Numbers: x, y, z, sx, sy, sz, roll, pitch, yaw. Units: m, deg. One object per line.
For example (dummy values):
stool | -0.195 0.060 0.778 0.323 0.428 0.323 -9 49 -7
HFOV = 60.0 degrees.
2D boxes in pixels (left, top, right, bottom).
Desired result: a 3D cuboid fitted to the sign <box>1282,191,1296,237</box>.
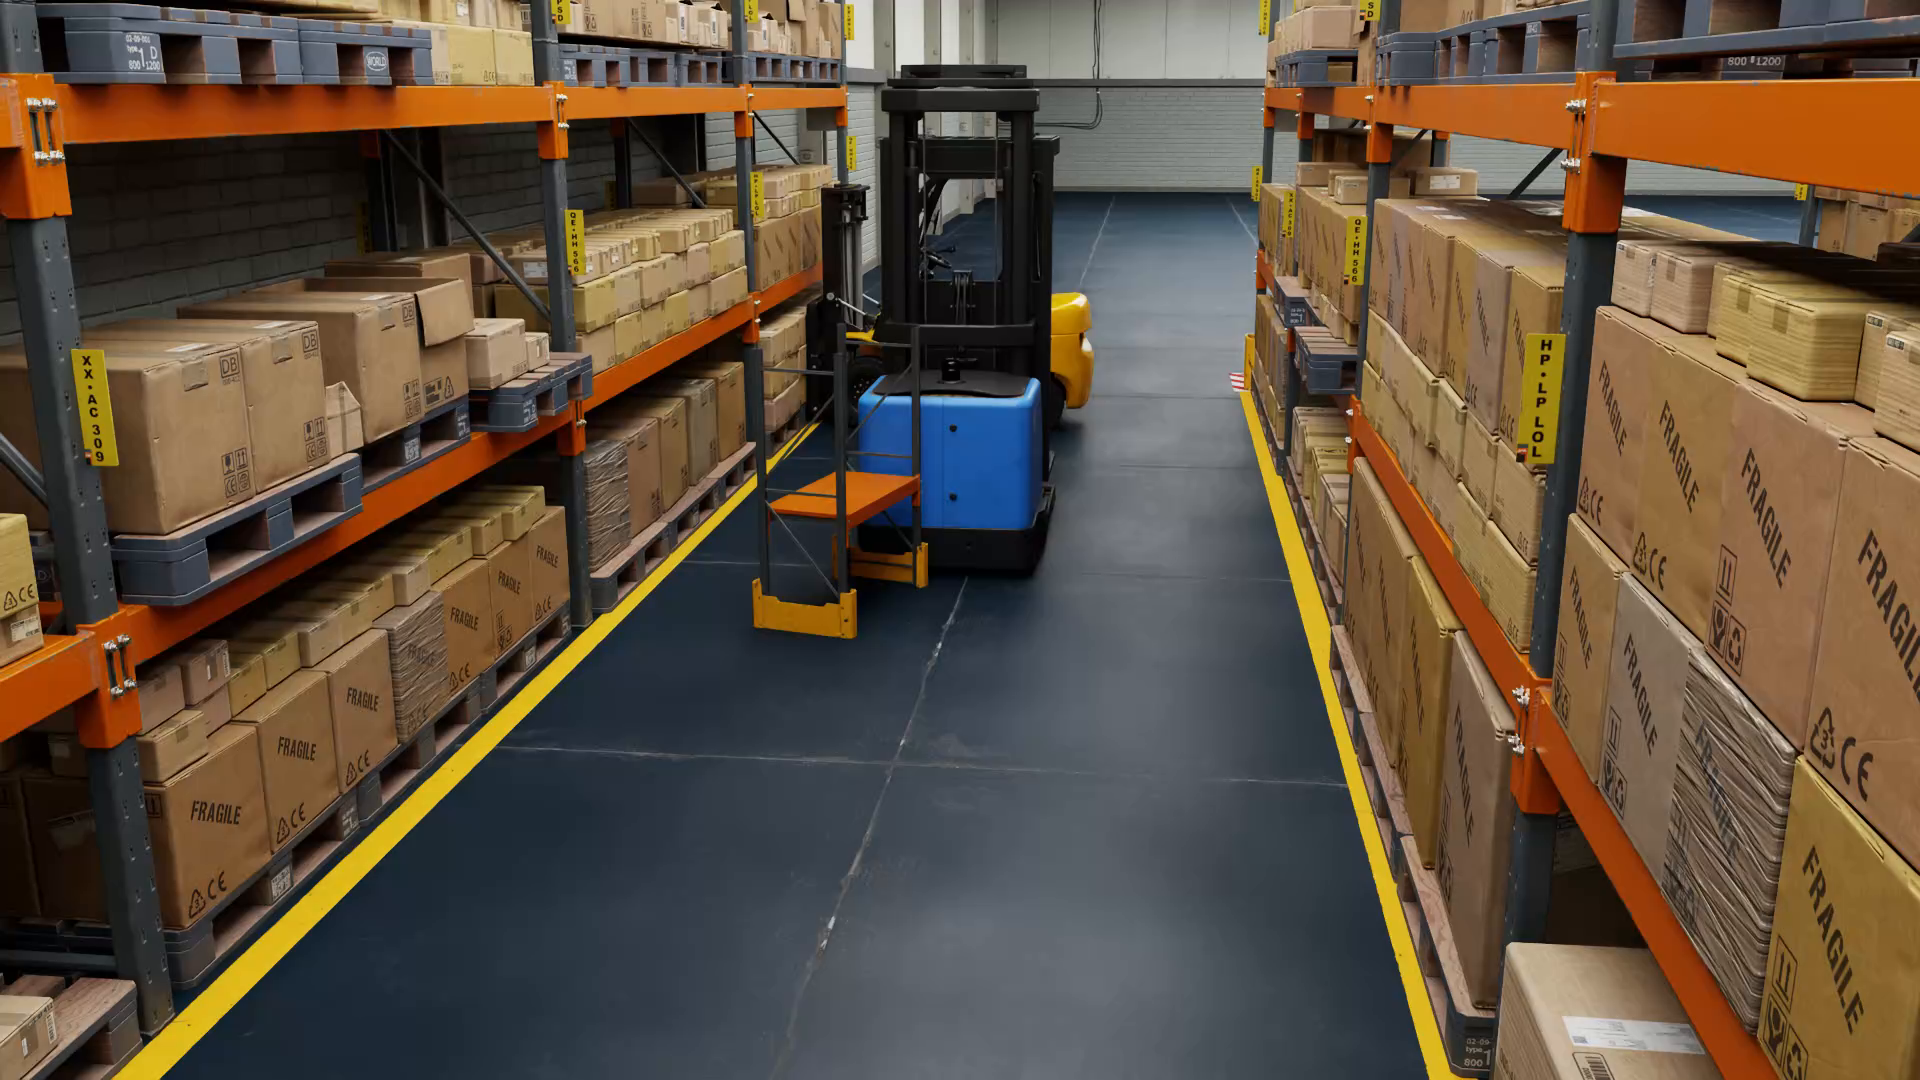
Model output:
sign | 2.354 -2.323 11.849 0.100 0.325 0.005 2 15 6

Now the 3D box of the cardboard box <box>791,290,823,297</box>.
cardboard box | -1.381 -2.171 15.492 0.500 0.250 0.500 2 15 7

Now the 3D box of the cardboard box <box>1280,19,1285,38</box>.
cardboard box | 2.854 -4.230 13.766 0.380 0.149 0.250 2 15 8

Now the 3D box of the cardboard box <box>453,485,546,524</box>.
cardboard box | -2.294 -0.173 8.296 0.380 0.149 0.250 1 15 4

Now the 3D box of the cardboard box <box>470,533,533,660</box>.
cardboard box | -2.391 0.250 7.974 0.500 0.500 0.500 1 15 5

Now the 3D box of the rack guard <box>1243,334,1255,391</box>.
rack guard | 3.337 -1.702 16.000 1.175 0.500 0.348 2 15 6

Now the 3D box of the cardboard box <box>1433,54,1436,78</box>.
cardboard box | 2.269 -2.269 8.040 0.380 0.149 0.250 2 15 6

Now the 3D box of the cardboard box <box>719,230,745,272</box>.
cardboard box | -1.840 -2.071 11.903 0.500 0.250 0.500 1 15 5

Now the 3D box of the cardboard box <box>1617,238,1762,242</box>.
cardboard box | 2.415 -0.716 5.456 0.500 0.500 0.500 1 15 5

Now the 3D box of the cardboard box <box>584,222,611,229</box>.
cardboard box | -2.488 -1.984 10.819 0.380 0.149 0.250 2 15 6

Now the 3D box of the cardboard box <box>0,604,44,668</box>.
cardboard box | -2.726 0.250 4.473 0.380 0.149 0.250 2 15 7

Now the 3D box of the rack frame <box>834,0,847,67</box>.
rack frame | -1.587 -5.970 15.501 1.000 3.000 0.127 2 15 6

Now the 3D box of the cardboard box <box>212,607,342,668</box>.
cardboard box | -2.582 0.368 6.297 0.380 0.149 0.250 2 15 6

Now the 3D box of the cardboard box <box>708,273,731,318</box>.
cardboard box | -1.887 -1.695 11.472 0.500 0.250 0.500 2 15 6

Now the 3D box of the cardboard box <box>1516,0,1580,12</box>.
cardboard box | 1.882 -1.659 4.670 0.500 0.311 0.500 2 15 6

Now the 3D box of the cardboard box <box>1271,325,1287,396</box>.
cardboard box | 2.750 -1.422 13.201 0.500 0.500 0.500 2 15 7

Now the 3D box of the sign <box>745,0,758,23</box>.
sign | -1.498 -3.873 11.897 0.100 0.325 0.005 2 15 6

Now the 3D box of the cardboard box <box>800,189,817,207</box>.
cardboard box | -1.468 -3.004 14.590 0.380 0.149 0.250 2 15 7

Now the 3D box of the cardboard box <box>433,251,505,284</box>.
cardboard box | -2.654 -1.451 8.847 0.380 0.149 0.250 2 15 8

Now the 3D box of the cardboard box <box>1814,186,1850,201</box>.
cardboard box | 8.195 -3.308 14.792 0.875 0.550 0.550 2 15 6

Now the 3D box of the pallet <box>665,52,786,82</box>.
pallet | -1.968 -3.664 12.888 1.003 0.211 1.213 2 15 6

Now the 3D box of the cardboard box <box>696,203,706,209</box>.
cardboard box | -2.226 -2.623 13.183 0.380 0.149 0.250 2 15 8

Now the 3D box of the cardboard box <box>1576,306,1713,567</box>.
cardboard box | 1.697 -0.231 3.663 0.500 0.500 0.500 2 15 7

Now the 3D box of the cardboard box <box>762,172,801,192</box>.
cardboard box | -1.585 -3.082 14.309 0.380 0.149 0.250 2 15 7

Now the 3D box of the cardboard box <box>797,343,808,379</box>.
cardboard box | -1.554 -1.530 14.081 0.500 0.250 0.500 2 15 6

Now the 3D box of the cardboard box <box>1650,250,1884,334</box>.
cardboard box | 1.685 -0.519 3.487 0.380 0.149 0.250 2 15 7

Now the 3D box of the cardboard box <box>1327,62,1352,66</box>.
cardboard box | 2.676 -3.533 11.954 0.500 0.250 0.500 2 15 6

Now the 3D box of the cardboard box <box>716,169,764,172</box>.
cardboard box | -1.964 -3.230 14.855 0.380 0.149 0.250 2 15 8

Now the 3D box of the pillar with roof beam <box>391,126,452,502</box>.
pillar with roof beam | 1.039 -4.133 8.707 9.100 9.000 0.400 2 15 6

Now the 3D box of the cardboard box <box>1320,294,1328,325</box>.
cardboard box | 2.241 -1.303 9.409 0.380 0.149 0.250 2 15 7

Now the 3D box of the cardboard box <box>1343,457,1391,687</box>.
cardboard box | 2.282 0.146 7.643 0.875 0.875 0.875 2 15 6

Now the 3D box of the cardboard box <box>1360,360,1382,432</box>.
cardboard box | 2.137 -0.662 7.651 0.500 0.250 0.500 1 15 5

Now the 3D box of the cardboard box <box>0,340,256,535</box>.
cardboard box | -2.664 -0.332 5.146 0.700 0.500 0.500 2 15 8

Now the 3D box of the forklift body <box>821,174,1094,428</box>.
forklift body | 0.012 -2.119 14.377 2.313 2.155 1.214 2 15 6

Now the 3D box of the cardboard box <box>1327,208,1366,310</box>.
cardboard box | 2.265 -1.509 8.930 0.500 0.500 0.500 1 15 5

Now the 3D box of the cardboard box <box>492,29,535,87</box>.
cardboard box | -2.307 -2.235 7.720 0.500 0.250 0.500 1 15 4

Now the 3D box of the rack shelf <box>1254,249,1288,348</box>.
rack shelf | 3.120 -2.063 13.922 1.077 0.370 4.000 2 15 6

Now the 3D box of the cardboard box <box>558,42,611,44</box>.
cardboard box | -2.326 -3.140 10.232 0.380 0.166 0.250 2 15 6

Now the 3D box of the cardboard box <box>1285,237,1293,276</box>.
cardboard box | 2.697 -2.206 12.312 0.500 0.500 0.500 1 15 5

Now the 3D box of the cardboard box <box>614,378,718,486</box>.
cardboard box | -2.182 -0.756 11.457 0.875 0.625 0.625 2 15 6

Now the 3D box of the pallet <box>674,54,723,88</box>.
pallet | -2.125 -3.163 11.233 0.805 0.209 1.217 1 15 4

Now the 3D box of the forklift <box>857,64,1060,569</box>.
forklift | 0.070 -1.578 10.884 1.130 2.935 3.031 2 15 6

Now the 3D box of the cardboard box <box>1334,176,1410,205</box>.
cardboard box | 2.347 -1.994 9.482 0.380 0.149 0.250 1 15 4

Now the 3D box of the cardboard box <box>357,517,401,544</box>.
cardboard box | -2.864 -0.047 7.832 0.380 0.149 0.250 2 15 7

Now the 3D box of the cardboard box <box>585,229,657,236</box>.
cardboard box | -2.093 -1.840 10.286 0.380 0.149 0.250 2 15 6

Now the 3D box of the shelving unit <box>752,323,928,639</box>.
shelving unit | -0.648 -0.361 9.122 0.587 1.500 1.083 6 16 20

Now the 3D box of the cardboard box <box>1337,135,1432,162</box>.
cardboard box | 3.238 -2.805 12.614 0.700 0.500 0.500 2 15 7

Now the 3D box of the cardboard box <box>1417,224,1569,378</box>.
cardboard box | 1.963 -0.871 6.029 0.500 0.500 0.500 2 15 7

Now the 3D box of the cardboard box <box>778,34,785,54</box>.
cardboard box | -1.599 -3.921 13.155 0.380 0.149 0.250 2 15 8

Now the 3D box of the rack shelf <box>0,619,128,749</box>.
rack shelf | -3.167 0.904 2.950 1.077 0.370 4.000 2 15 6

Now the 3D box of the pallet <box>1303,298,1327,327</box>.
pallet | 2.625 -1.276 10.002 1.003 0.211 1.213 2 15 6

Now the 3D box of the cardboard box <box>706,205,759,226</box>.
cardboard box | -1.741 -2.473 12.627 0.380 0.149 0.250 1 15 5

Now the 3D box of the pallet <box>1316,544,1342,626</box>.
pallet | 2.532 0.290 9.187 1.003 0.211 1.213 2 15 6

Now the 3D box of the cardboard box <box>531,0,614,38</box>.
cardboard box | -2.166 -2.927 8.807 0.500 0.500 0.500 2 15 7

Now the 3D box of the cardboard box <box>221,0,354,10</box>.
cardboard box | -2.362 -1.936 5.813 0.380 0.149 0.250 2 15 8

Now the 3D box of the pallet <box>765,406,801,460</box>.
pallet | -1.907 -0.896 13.570 1.003 0.211 1.213 2 15 6

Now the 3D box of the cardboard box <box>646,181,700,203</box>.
cardboard box | -2.233 -2.697 12.886 0.380 0.149 0.250 1 15 5
